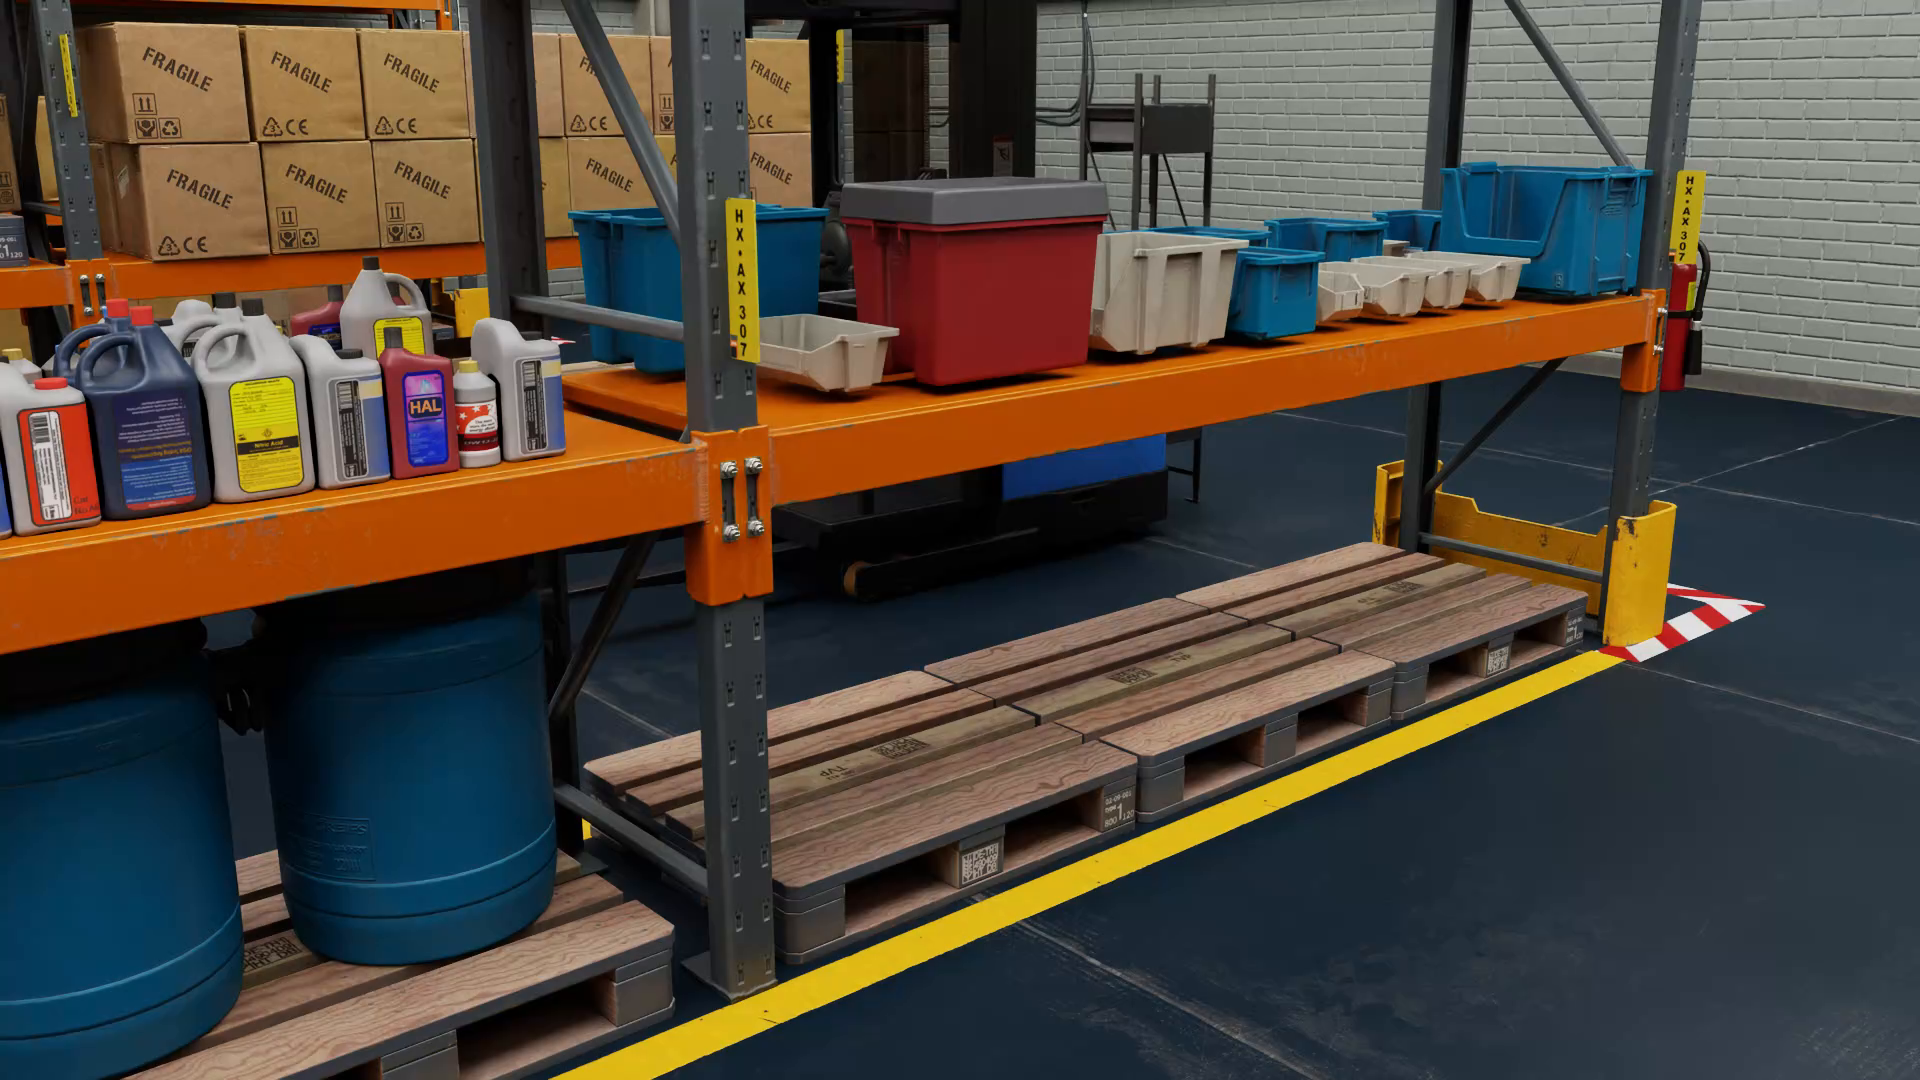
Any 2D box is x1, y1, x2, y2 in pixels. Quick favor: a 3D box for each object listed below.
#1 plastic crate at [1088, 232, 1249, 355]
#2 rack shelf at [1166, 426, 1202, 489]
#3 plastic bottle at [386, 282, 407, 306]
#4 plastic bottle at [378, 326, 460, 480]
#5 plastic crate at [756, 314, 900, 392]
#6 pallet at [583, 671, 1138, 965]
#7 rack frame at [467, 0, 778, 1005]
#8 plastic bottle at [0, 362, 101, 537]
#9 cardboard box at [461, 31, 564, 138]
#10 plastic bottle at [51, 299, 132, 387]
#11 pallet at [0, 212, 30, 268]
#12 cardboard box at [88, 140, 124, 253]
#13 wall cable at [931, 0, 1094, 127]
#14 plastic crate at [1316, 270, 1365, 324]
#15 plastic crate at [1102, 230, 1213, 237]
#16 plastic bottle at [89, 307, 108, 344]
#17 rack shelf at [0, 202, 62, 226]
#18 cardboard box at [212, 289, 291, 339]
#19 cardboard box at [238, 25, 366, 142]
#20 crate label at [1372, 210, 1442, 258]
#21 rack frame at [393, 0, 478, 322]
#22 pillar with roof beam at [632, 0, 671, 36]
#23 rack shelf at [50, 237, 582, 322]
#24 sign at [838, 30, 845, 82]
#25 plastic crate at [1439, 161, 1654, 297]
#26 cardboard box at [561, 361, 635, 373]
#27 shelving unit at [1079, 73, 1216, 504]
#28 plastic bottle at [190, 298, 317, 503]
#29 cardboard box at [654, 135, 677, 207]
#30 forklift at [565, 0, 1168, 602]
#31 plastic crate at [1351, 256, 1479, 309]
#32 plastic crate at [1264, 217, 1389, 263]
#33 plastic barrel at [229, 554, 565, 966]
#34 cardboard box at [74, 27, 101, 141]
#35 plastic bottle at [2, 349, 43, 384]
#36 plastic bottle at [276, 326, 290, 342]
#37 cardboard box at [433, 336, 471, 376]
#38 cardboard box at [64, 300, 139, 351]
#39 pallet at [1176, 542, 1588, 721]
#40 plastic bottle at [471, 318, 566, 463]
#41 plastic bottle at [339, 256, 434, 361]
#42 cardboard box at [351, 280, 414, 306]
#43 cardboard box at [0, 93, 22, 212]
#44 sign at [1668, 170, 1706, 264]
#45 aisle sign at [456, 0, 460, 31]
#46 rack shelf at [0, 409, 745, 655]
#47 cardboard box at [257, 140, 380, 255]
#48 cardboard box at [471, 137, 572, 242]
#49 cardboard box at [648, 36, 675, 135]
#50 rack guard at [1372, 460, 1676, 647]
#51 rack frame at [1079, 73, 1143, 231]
[{"bbox_3d":[0.474,-0.693,4.646,0.530,0.282,0.437,-13,19,-39],"label":"plastic crate"},{"bbox_3d":[0.897,-0.512,8.363,0.480,0.518,0.431,-12,19,-37],"label":"rack shelf"},{"bbox_3d":[-1.356,-0.463,3.897,0.133,0.283,0.061,-13,19,-39],"label":"plastic bottle"},{"bbox_3d":[-1.029,-0.264,3.154,0.133,0.283,0.061,-13,19,-39],"label":"plastic bottle"},{"bbox_3d":[-0.354,-0.451,4.021,0.243,0.136,0.396,-13,19,-39],"label":"plastic crate"},{"bbox_3d":[-0.270,0.717,4.658,1.213,0.211,1.003,-13,19,-39],"label":"pallet"},{"bbox_3d":[-0.799,-0.499,3.804,0.127,3.000,1.000,-13,19,-39],"label":"rack frame"},{"bbox_3d":[-1.540,-0.162,2.783,0.135,0.276,0.152,-13,19,-39],"label":"plastic bottle"},{"bbox_3d":[-2.342,-2.282,8.350,0.500,0.500,0.500,-12,19,-38],"label":"cardboard box"},{"bbox_3d":[-1.512,-0.252,2.977,0.185,0.351,0.144,-13,19,-39],"label":"plastic bottle"},{"bbox_3d":[-4.722,-1.257,7.014,1.213,0.211,1.003,-13,19,-39],"label":"pallet"},{"bbox_3d":[-3.839,-1.646,7.908,0.500,0.500,0.500,-12,19,-38],"label":"cardboard box"},{"bbox_3d":[0.216,-5.392,16.514,0.112,2.526,3.097,-13,19,-39],"label":"wall cable"},{"bbox_3d":[1.089,-0.752,5.149,0.250,0.136,0.298,-13,19,-39],"label":"plastic crate"},{"bbox_3d":[0.596,-0.873,5.413,0.300,0.233,0.416,-13,19,-39],"label":"plastic crate"},{"bbox_3d":[-1.780,-0.356,3.519,0.097,0.271,0.097,0,15,0],"label":"plastic bottle"},{"bbox_3d":[-5.794,-2.419,12.386,4.000,0.370,1.077,-13,19,-39],"label":"rack shelf"},{"bbox_3d":[-5.504,-1.792,12.676,0.500,0.500,0.700,-13,20,-41],"label":"cardboard box"},{"bbox_3d":[-3.119,-2.107,7.696,0.500,0.500,0.500,-13,20,-41],"label":"cardboard box"},{"bbox_3d":[1.816,-1.147,6.438,0.303,0.233,0.416,-13,19,-39],"label":"crate label"},{"bbox_3d":[-4.285,-3.105,13.561,0.127,3.000,1.000,-13,19,-39],"label":"rack frame"},{"bbox_3d":[0.010,-5.791,11.992,0.400,9.000,9.100,-13,19,-39],"label":"pillar with roof beam"},{"bbox_3d":[-2.539,-1.455,8.778,4.000,0.370,1.077,-13,19,-39],"label":"rack shelf"},{"bbox_3d":[-0.681,-2.742,9.346,0.005,0.325,0.100,-13,19,-39],"label":"sign"},{"bbox_3d":[2.088,-1.129,5.980,0.499,0.435,0.616,-13,19,-39],"label":"plastic crate"},{"bbox_3d":[-2.004,-0.904,9.796,0.500,0.250,0.500,-13,19,-39],"label":"cardboard box"},{"bbox_3d":[0.897,-1.201,8.179,0.503,2.100,0.431,-12,19,-37],"label":"shelving unit"},{"bbox_3d":[-1.278,-0.255,2.989,0.185,0.351,0.144,-13,19,-39],"label":"plastic bottle"},{"bbox_3d":[-1.579,-1.972,9.126,0.500,0.500,0.500,-12,19,-39],"label":"cardboard box"},{"bbox_3d":[-0.485,-1.316,6.995,3.031,2.935,1.130,-12,19,-37],"label":"forklift"},{"bbox_3d":[1.494,-0.858,5.545,0.243,0.136,0.396,-13,19,-39],"label":"plastic crate"},{"bbox_3d":[1.319,-1.035,6.021,0.300,0.233,0.416,-13,19,-39],"label":"plastic crate"},{"bbox_3d":[-1.221,0.401,3.688,0.708,0.901,0.600,-13,19,-39],"label":"plastic barrel"},{"bbox_3d":[-3.836,-2.131,7.784,0.500,0.500,0.500,-13,19,-39],"label":"cardboard box"},{"bbox_3d":[-1.927,-0.289,3.405,0.097,0.201,0.097,0,15,0],"label":"plastic bottle"},{"bbox_3d":[-1.532,-0.378,3.737,0.097,0.201,0.097,0,15,0],"label":"plastic bottle"},{"bbox_3d":[-2.634,-0.789,8.877,0.637,0.503,0.797,-13,19,-39],"label":"cardboard box"},{"bbox_3d":[-6.290,-1.614,12.009,0.500,0.500,0.700,-13,20,-40],"label":"cardboard box"},{"bbox_3d":[1.571,0.303,6.206,1.213,0.211,1.003,-13,19,-39],"label":"pallet"},{"bbox_3d":[-0.884,-0.309,3.334,0.135,0.276,0.152,-13,19,-39],"label":"plastic bottle"},{"bbox_3d":[-1.308,-0.471,3.798,0.185,0.351,0.144,-13,19,-39],"label":"plastic bottle"},{"bbox_3d":[-4.747,-1.962,13.313,0.500,0.500,0.700,-13,19,-39],"label":"cardboard box"},{"bbox_3d":[-4.552,-1.678,7.212,0.700,0.500,0.500,8,17,28],"label":"cardboard box"},{"bbox_3d":[2.592,-1.151,5.929,0.005,0.325,0.100,-13,19,-39],"label":"sign"},{"bbox_3d":[-4.034,-4.315,13.053,0.004,0.787,0.394,-13,19,-39],"label":"aisle sign"},{"bbox_3d":[-2.308,0.188,2.628,4.000,0.370,1.077,-13,19,-39],"label":"rack shelf"},{"bbox_3d":[-3.100,-1.632,7.855,0.500,0.500,0.500,-12,19,-38],"label":"cardboard box"},{"bbox_3d":[-2.339,-1.803,8.495,0.500,0.500,0.500,-13,20,-40],"label":"cardboard box"},{"bbox_3d":[-1.566,-2.458,9.008,0.500,0.500,0.500,-12,19,-38],"label":"cardboard box"},{"bbox_3d":[2.228,0.025,6.688,0.348,0.500,1.175,-13,19,-39],"label":"rack guard"},{"bbox_3d":[0.707,-1.162,8.031,0.015,2.100,0.400,-12,19,-37],"label":"rack frame"}]
